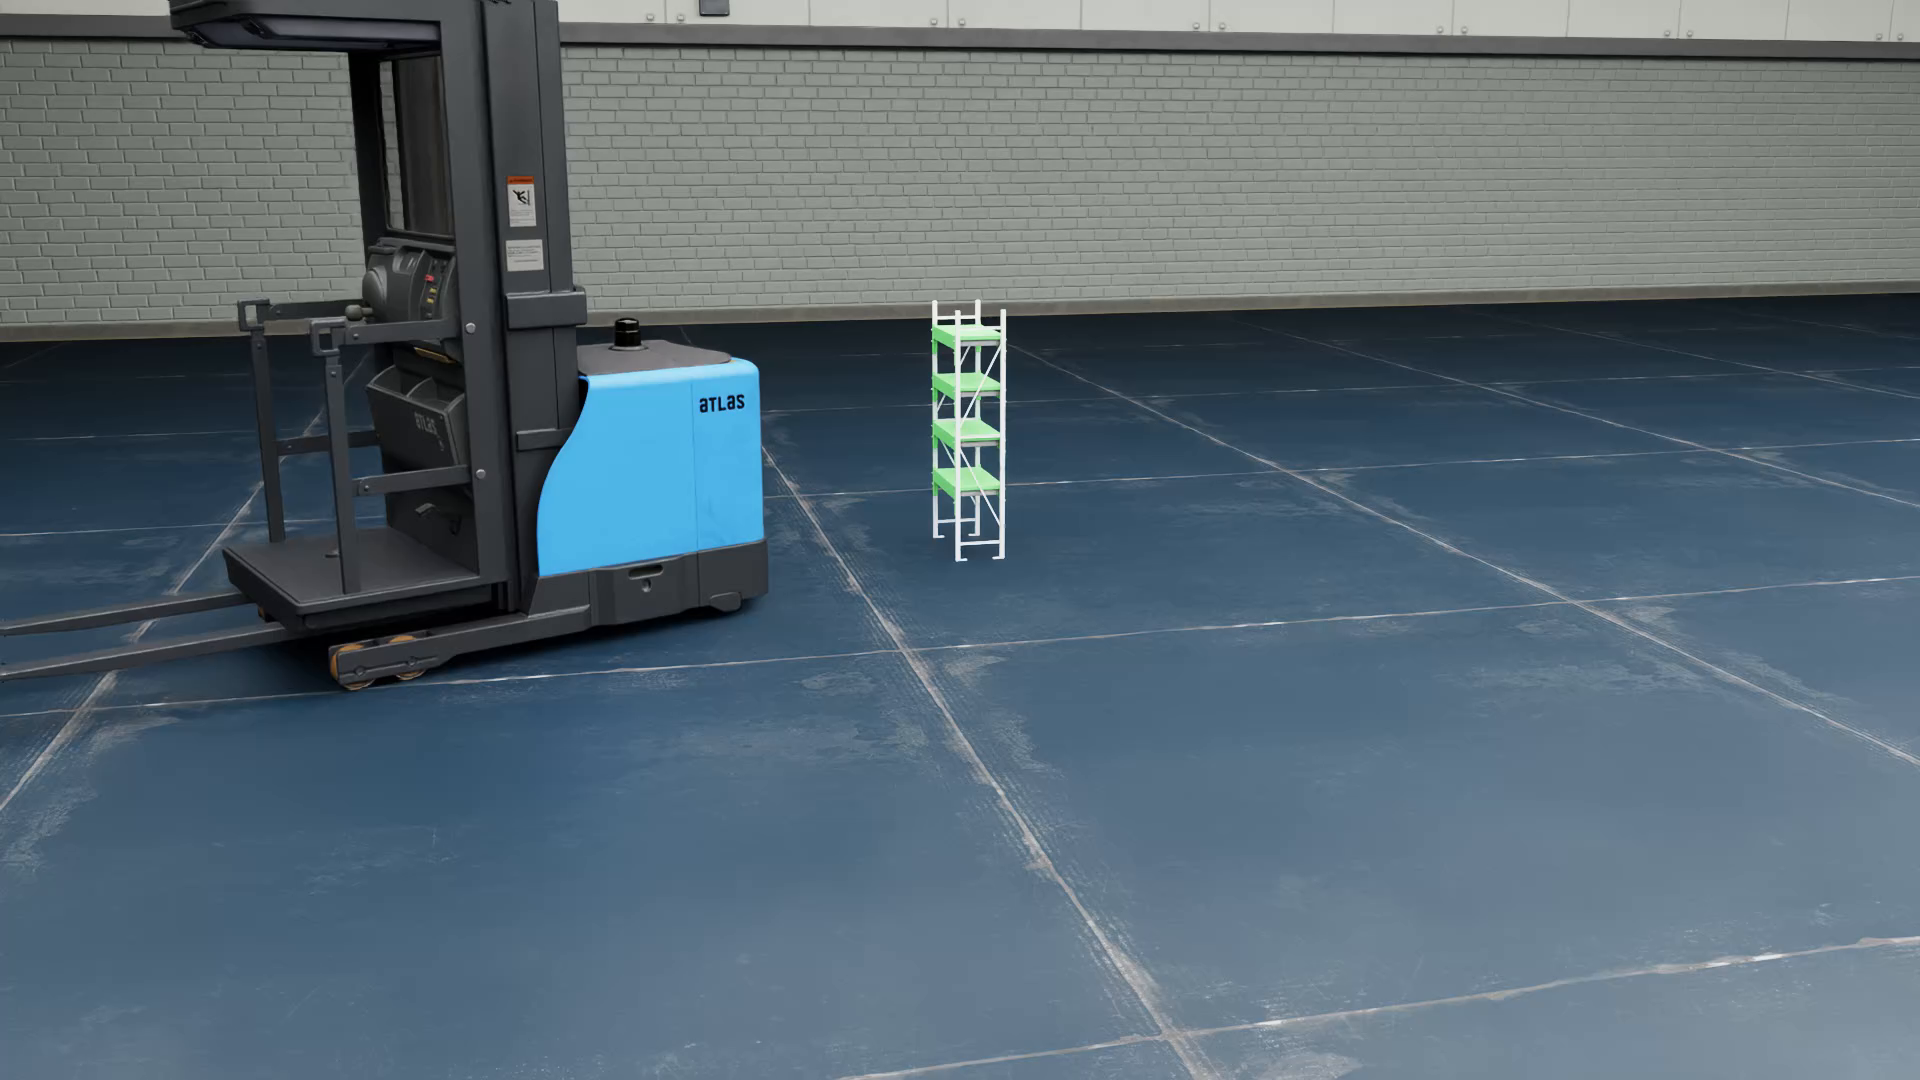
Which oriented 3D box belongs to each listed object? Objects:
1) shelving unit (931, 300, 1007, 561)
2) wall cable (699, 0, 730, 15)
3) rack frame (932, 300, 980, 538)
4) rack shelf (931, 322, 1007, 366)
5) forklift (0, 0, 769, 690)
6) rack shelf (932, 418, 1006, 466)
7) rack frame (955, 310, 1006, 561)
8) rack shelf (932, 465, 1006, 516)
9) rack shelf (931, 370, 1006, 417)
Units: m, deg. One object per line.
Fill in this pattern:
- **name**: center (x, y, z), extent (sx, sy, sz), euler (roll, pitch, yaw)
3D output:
- **shelving unit**: center (0.039, -0.545, 8.128), extent (0.258, 1.200, 0.503), euler (-3, 14, -13)
- **wall cable**: center (-1.572, -8.419, 16.761), extent (2.305, 6.003, 0.169), euler (-3, 14, -13)
- **rack frame**: center (-0.018, -0.601, 8.359), extent (0.240, 1.200, 0.015), euler (-3, 14, -13)
- **rack shelf**: center (0.039, -0.949, 8.030), extent (0.258, 0.148, 0.480), euler (-3, 14, -13)
- **forklift**: center (-2.317, -1.011, 6.389), extent (3.031, 2.935, 1.130), euler (-10, 17, -35)
- **rack shelf**: center (0.039, -0.483, 8.144), extent (0.258, 0.148, 0.480), euler (-3, 14, -13)
- **rack frame**: center (0.096, -0.488, 7.898), extent (0.240, 1.200, 0.015), euler (-3, 14, -13)
- **rack shelf**: center (0.039, -0.249, 8.200), extent (0.258, 0.148, 0.480), euler (-3, 14, -13)
- **rack shelf**: center (0.039, -0.716, 8.087), extent (0.258, 0.148, 0.480), euler (-3, 14, -13)
